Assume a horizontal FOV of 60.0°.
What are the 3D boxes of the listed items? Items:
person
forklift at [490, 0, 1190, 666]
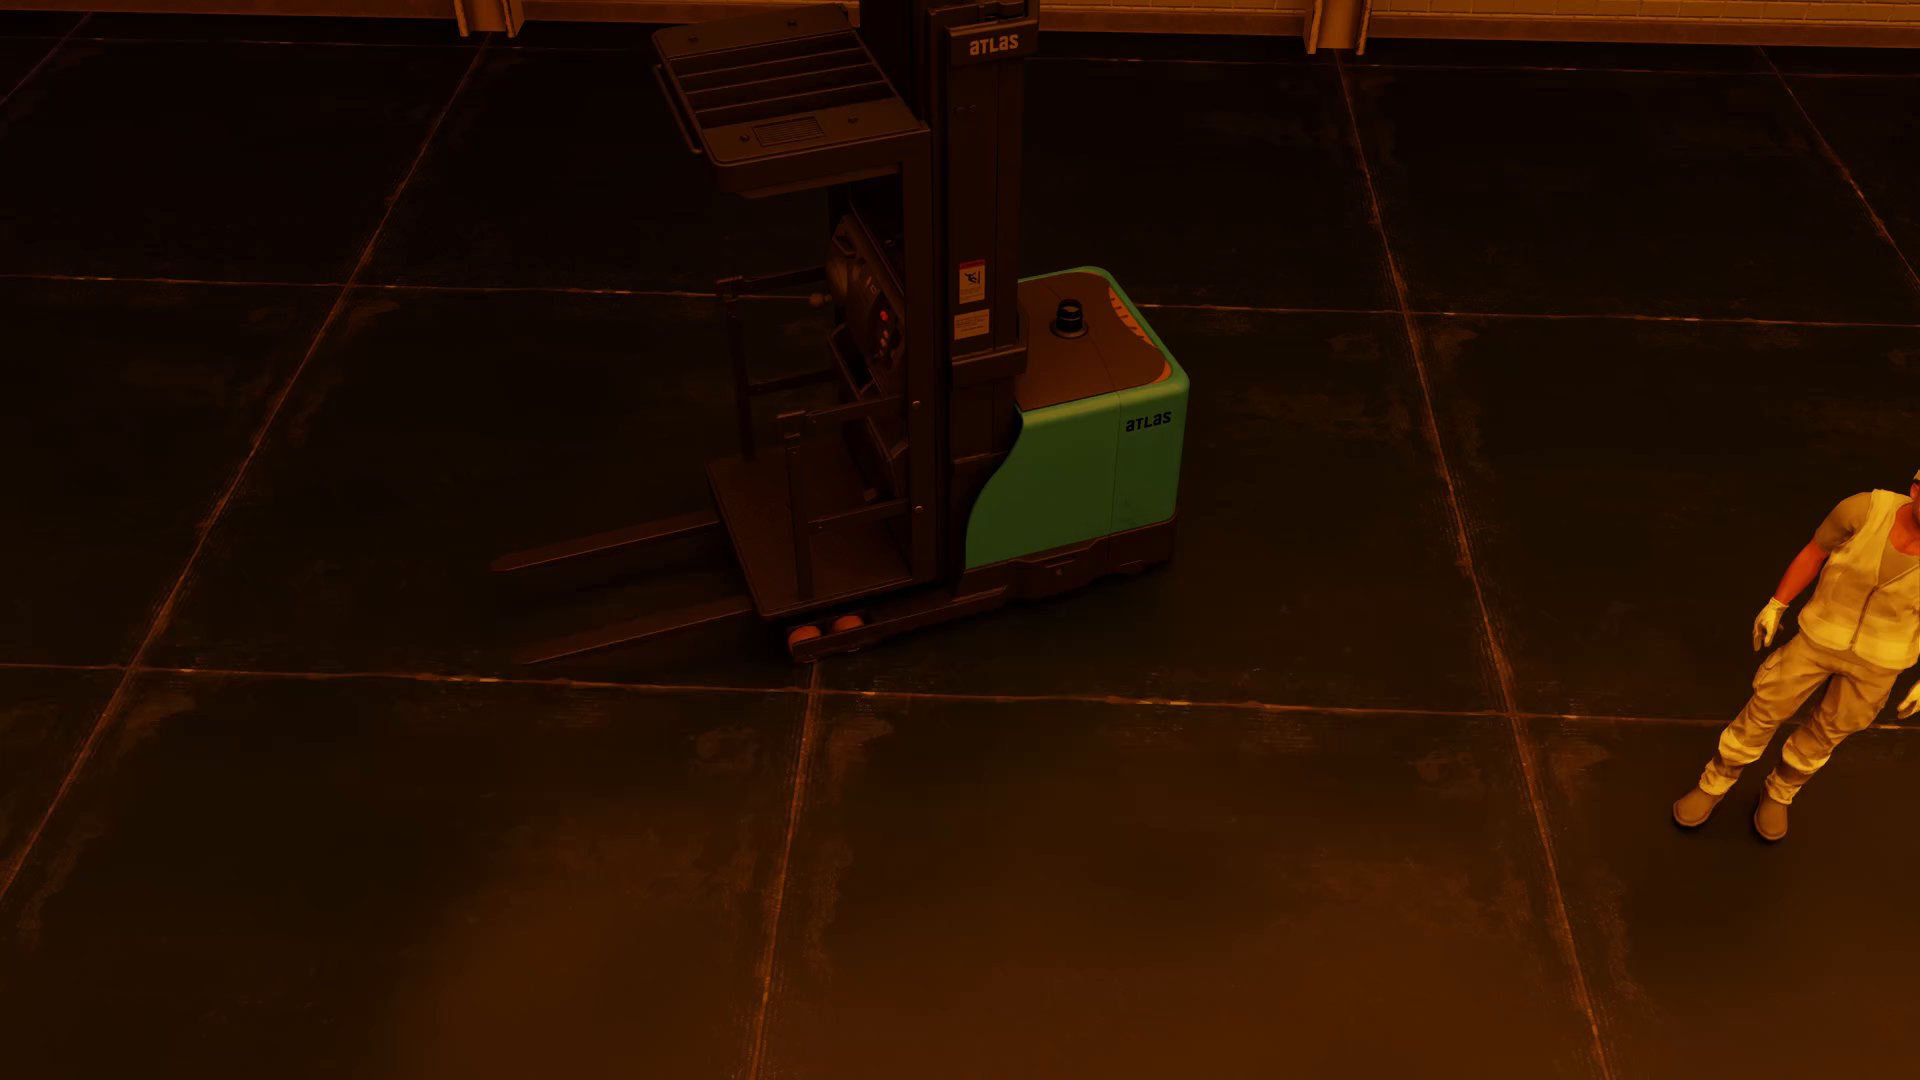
[{"bbox_3d":[3.237,0.436,6.101,0.637,1.786,0.566,25,48,25],"label":"person"},{"bbox_3d":[-0.573,-0.945,6.778,3.031,2.935,1.130,-13,44,-14],"label":"forklift"}]
